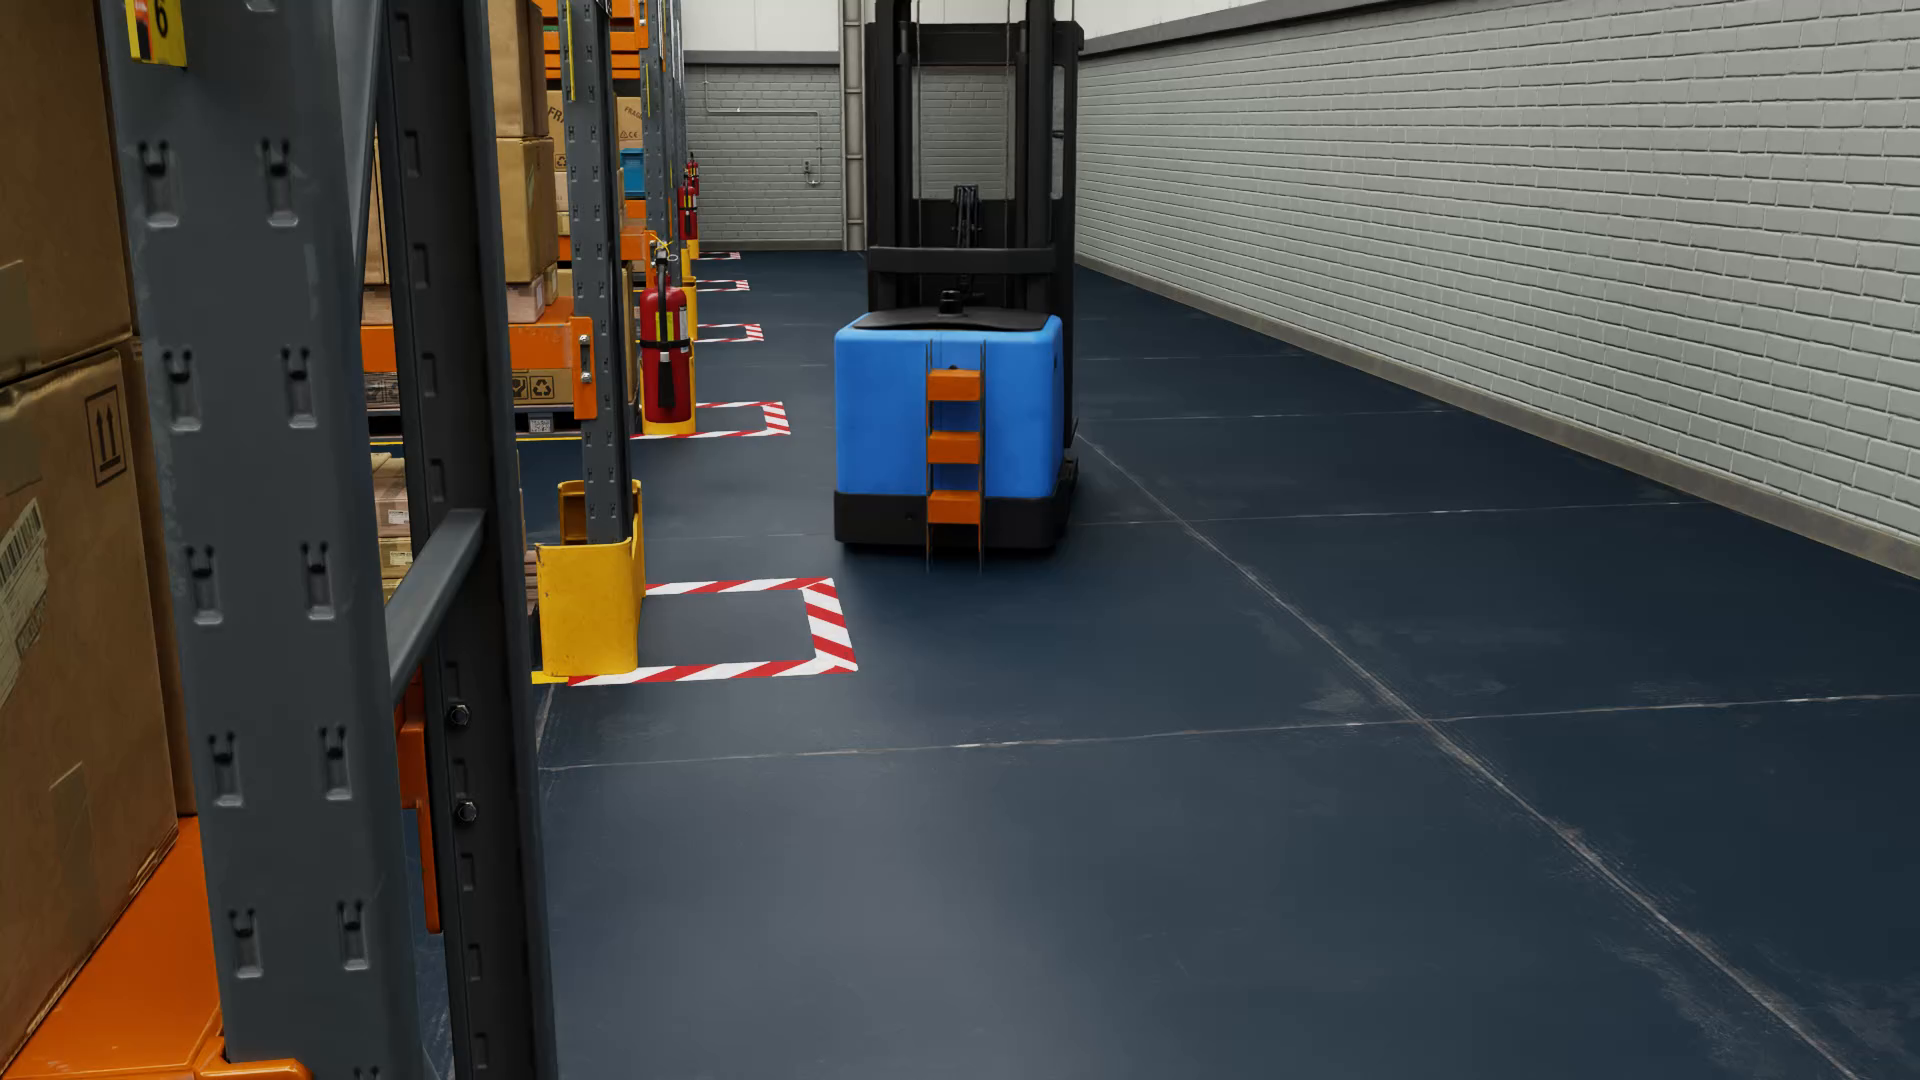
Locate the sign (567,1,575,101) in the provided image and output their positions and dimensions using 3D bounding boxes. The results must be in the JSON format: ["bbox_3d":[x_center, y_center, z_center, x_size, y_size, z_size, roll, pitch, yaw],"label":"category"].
[{"bbox_3d":[-1.332,-1.672,5.694,0.005,0.325,0.100,-2,14,-8],"label":"sign"}]

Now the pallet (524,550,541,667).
[{"bbox_3d":[-2.278,0.285,6.653,1.213,0.211,1.003,-2,14,-8],"label":"pallet"}]

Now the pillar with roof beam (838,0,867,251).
[{"bbox_3d":[-1.065,-8.043,21.794,0.400,9.000,9.100,-2,14,-8],"label":"pillar with roof beam"}]

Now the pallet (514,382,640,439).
[{"bbox_3d":[-2.813,-0.888,11.329,1.213,0.211,1.003,-2,14,-8],"label":"pallet"}]

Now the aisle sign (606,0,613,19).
[{"bbox_3d":[-1.367,-2.427,6.390,0.004,0.787,0.394,-2,14,-8],"label":"aisle sign"}]

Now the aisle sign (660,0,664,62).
[{"bbox_3d":[-2.007,-3.624,11.162,0.004,0.787,0.394,-2,14,-8],"label":"aisle sign"}]

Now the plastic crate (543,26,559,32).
[{"bbox_3d":[-3.704,-4.727,15.175,0.336,0.188,0.450,-2,14,-8],"label":"plastic crate"}]

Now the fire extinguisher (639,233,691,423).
[{"bbox_3d":[-1.077,-0.771,6.057,0.183,0.674,0.296,-2,14,-8],"label":"fire extinguisher"}]

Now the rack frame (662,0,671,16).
[{"bbox_3d":[-2.772,-6.390,15.201,0.127,3.000,1.000,-2,14,-8],"label":"rack frame"}]

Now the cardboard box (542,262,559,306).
[{"bbox_3d":[-1.764,-1.037,6.706,0.250,0.149,0.380,-2,14,-9],"label":"cardboard box"}]

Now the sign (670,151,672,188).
[{"bbox_3d":[-2.674,-3.427,15.386,0.005,0.325,0.100,-2,14,-8],"label":"sign"}]

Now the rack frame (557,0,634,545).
[{"bbox_3d":[-1.395,-1.092,6.408,0.127,3.000,1.000,-2,14,-8],"label":"rack frame"}]

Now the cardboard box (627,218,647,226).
[{"bbox_3d":[-4.925,-4.805,25.489,0.500,0.500,0.700,-2,14,-8],"label":"cardboard box"}]

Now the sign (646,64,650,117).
[{"bbox_3d":[-1.967,-2.834,10.488,0.005,0.325,0.100,-2,14,-8],"label":"sign"}]

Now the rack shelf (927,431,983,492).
[{"bbox_3d":[-0.019,-0.368,7.574,0.240,0.259,0.215,1,14,6],"label":"rack shelf"}]

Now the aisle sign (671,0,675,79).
[{"bbox_3d":[-2.745,-4.815,15.910,0.004,0.787,0.394,-2,14,-8],"label":"aisle sign"}]

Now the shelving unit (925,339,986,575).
[{"bbox_3d":[-0.019,-0.378,7.572,0.252,1.050,0.215,1,14,6],"label":"shelving unit"}]

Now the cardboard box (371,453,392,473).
[{"bbox_3d":[-2.486,-0.247,6.813,0.250,0.149,0.380,-2,14,-8],"label":"cardboard box"}]

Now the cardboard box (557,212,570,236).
[{"bbox_3d":[-2.594,-2.065,10.804,0.250,0.149,0.380,-2,14,-8],"label":"cardboard box"}]

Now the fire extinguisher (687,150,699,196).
[{"bbox_3d":[-4.030,-5.539,25.067,0.183,0.674,0.296,-2,14,-8],"label":"fire extinguisher"}]

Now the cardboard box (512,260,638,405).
[{"bbox_3d":[-2.655,-1.419,11.218,0.875,0.875,0.875,-2,14,-8],"label":"cardboard box"}]

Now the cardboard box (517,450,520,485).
[{"bbox_3d":[-1.963,-0.264,6.882,0.250,0.149,0.380,-3,14,-11],"label":"cardboard box"}]

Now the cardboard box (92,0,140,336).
[{"bbox_3d":[-1.074,-0.489,1.745,0.500,0.500,0.500,-2,14,-10],"label":"cardboard box"}]

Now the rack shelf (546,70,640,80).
[{"bbox_3d":[-6.225,-6.896,24.867,4.000,0.370,1.077,-2,14,-8],"label":"rack shelf"}]

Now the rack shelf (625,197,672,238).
[{"bbox_3d":[-4.749,-3.058,15.729,4.000,0.370,1.077,-2,14,-8],"label":"rack shelf"}]

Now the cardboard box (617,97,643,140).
[{"bbox_3d":[-3.905,-5.123,20.220,0.500,0.500,0.500,-2,14,-9],"label":"cardboard box"}]

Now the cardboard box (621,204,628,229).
[{"bbox_3d":[-2.434,-2.233,11.476,0.250,0.149,0.380,-2,14,-8],"label":"cardboard box"}]

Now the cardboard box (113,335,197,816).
[{"bbox_3d":[-1.075,-0.005,1.869,0.500,0.500,0.500,-2,14,-9],"label":"cardboard box"}]

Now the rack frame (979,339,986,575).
[{"bbox_3d":[0.103,-0.375,7.560,0.008,1.050,0.200,1,14,6],"label":"rack frame"}]

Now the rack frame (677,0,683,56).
[{"bbox_3d":[-4.247,-8.773,24.703,0.127,3.000,1.000,-2,14,-8],"label":"rack frame"}]

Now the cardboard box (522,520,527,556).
[{"bbox_3d":[-1.961,0.029,6.935,0.250,0.149,0.380,-2,14,-7],"label":"cardboard box"}]

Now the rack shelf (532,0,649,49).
[{"bbox_3d":[-4.011,-3.322,10.614,4.000,0.370,1.077,-2,14,-8],"label":"rack shelf"}]

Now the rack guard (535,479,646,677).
[{"bbox_3d":[-1.470,0.124,6.701,0.348,0.500,1.175,-2,14,-8],"label":"rack guard"}]

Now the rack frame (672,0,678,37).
[{"bbox_3d":[-3.506,-7.581,19.953,0.127,3.000,1.000,-2,14,-8],"label":"rack frame"}]

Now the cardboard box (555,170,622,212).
[{"bbox_3d":[-2.473,-2.279,10.838,0.500,0.250,0.500,-2,14,-9],"label":"cardboard box"}]

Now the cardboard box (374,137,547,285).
[{"bbox_3d":[-1.801,-1.206,6.048,0.500,0.500,0.500,-2,14,-7],"label":"cardboard box"}]

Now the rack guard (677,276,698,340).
[{"bbox_3d":[-2.750,-2.271,16.251,0.348,0.500,1.175,-2,14,-8],"label":"rack guard"}]

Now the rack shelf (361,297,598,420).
[{"bbox_3d":[-3.372,-0.670,6.207,4.000,0.370,1.077,-2,14,-8],"label":"rack shelf"}]

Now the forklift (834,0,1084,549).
[{"bbox_3d":[0.086,-1.688,8.928,1.130,2.935,3.031,2,14,6],"label":"forklift"}]

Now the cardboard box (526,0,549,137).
[{"bbox_3d":[-1.878,-1.817,6.428,0.500,0.500,0.500,-2,14,-9],"label":"cardboard box"}]

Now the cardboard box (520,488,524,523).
[{"bbox_3d":[-1.951,-0.100,6.838,0.250,0.149,0.380,-1,14,-6],"label":"cardboard box"}]

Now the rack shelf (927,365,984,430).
[{"bbox_3d":[-0.019,-0.643,7.505,0.240,0.259,0.215,1,14,6],"label":"rack shelf"}]

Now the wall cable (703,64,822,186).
[{"bbox_3d":[-3.122,-6.630,26.402,1.851,1.984,0.084,-2,14,-8],"label":"wall cable"}]

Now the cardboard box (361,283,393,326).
[{"bbox_3d":[-2.172,-0.877,6.070,0.250,0.149,0.380,-2,14,-9],"label":"cardboard box"}]

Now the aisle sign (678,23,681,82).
[{"bbox_3d":[-3.482,-6.005,20.658,0.004,0.787,0.394,-2,14,-8],"label":"aisle sign"}]
